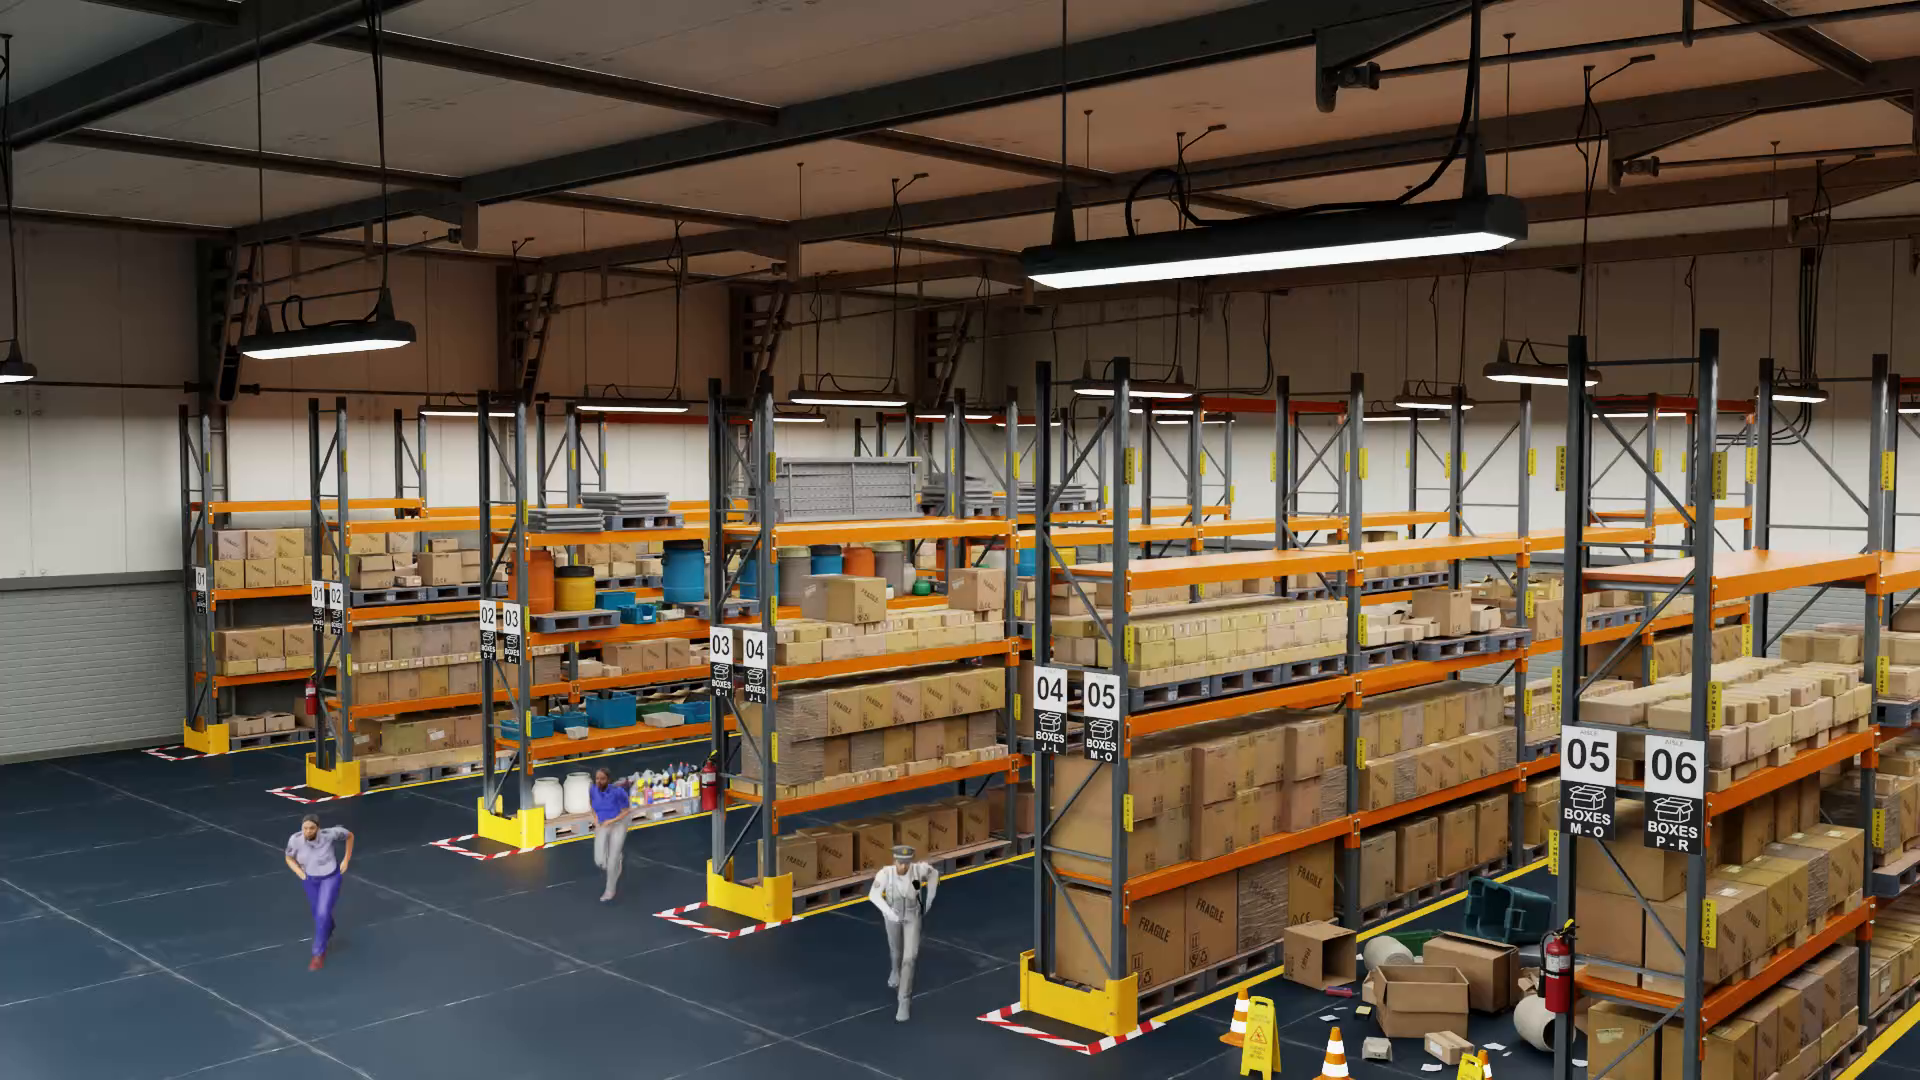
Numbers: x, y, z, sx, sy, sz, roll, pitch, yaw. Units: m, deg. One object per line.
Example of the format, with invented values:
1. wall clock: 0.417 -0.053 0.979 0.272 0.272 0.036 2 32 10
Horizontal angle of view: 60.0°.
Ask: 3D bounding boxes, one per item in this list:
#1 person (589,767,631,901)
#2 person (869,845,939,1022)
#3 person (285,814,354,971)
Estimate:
1. person: -4.053 3.380 19.243 0.563 1.587 0.697 0 3 9
2. person: -0.533 3.573 15.548 0.657 1.627 0.968 0 3 -7
3. person: -6.510 3.517 16.993 0.649 1.612 0.960 0 3 -9
